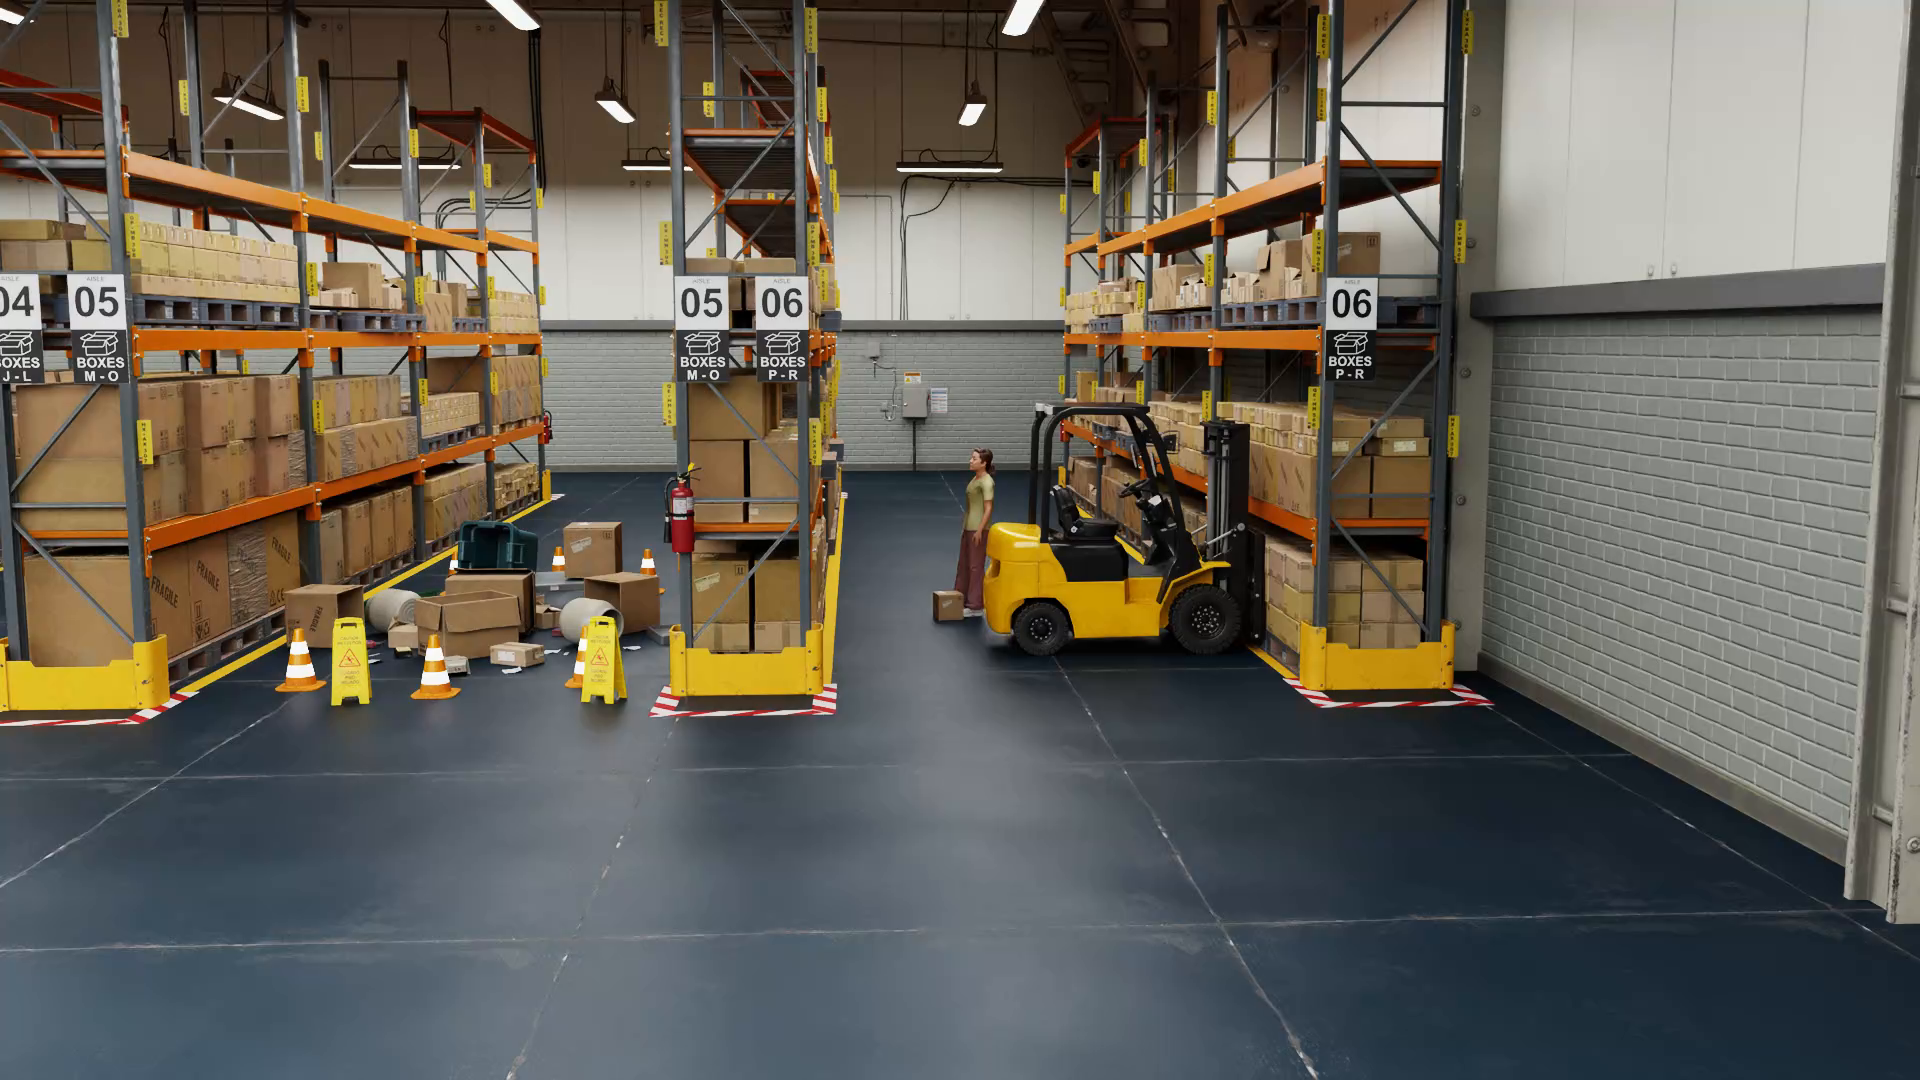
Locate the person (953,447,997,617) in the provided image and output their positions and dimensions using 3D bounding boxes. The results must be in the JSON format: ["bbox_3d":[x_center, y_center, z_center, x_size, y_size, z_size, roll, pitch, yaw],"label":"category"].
[{"bbox_3d":[0.088,-0.081,16.343,0.548,1.674,0.552,-1,7,-11],"label":"person"}]
